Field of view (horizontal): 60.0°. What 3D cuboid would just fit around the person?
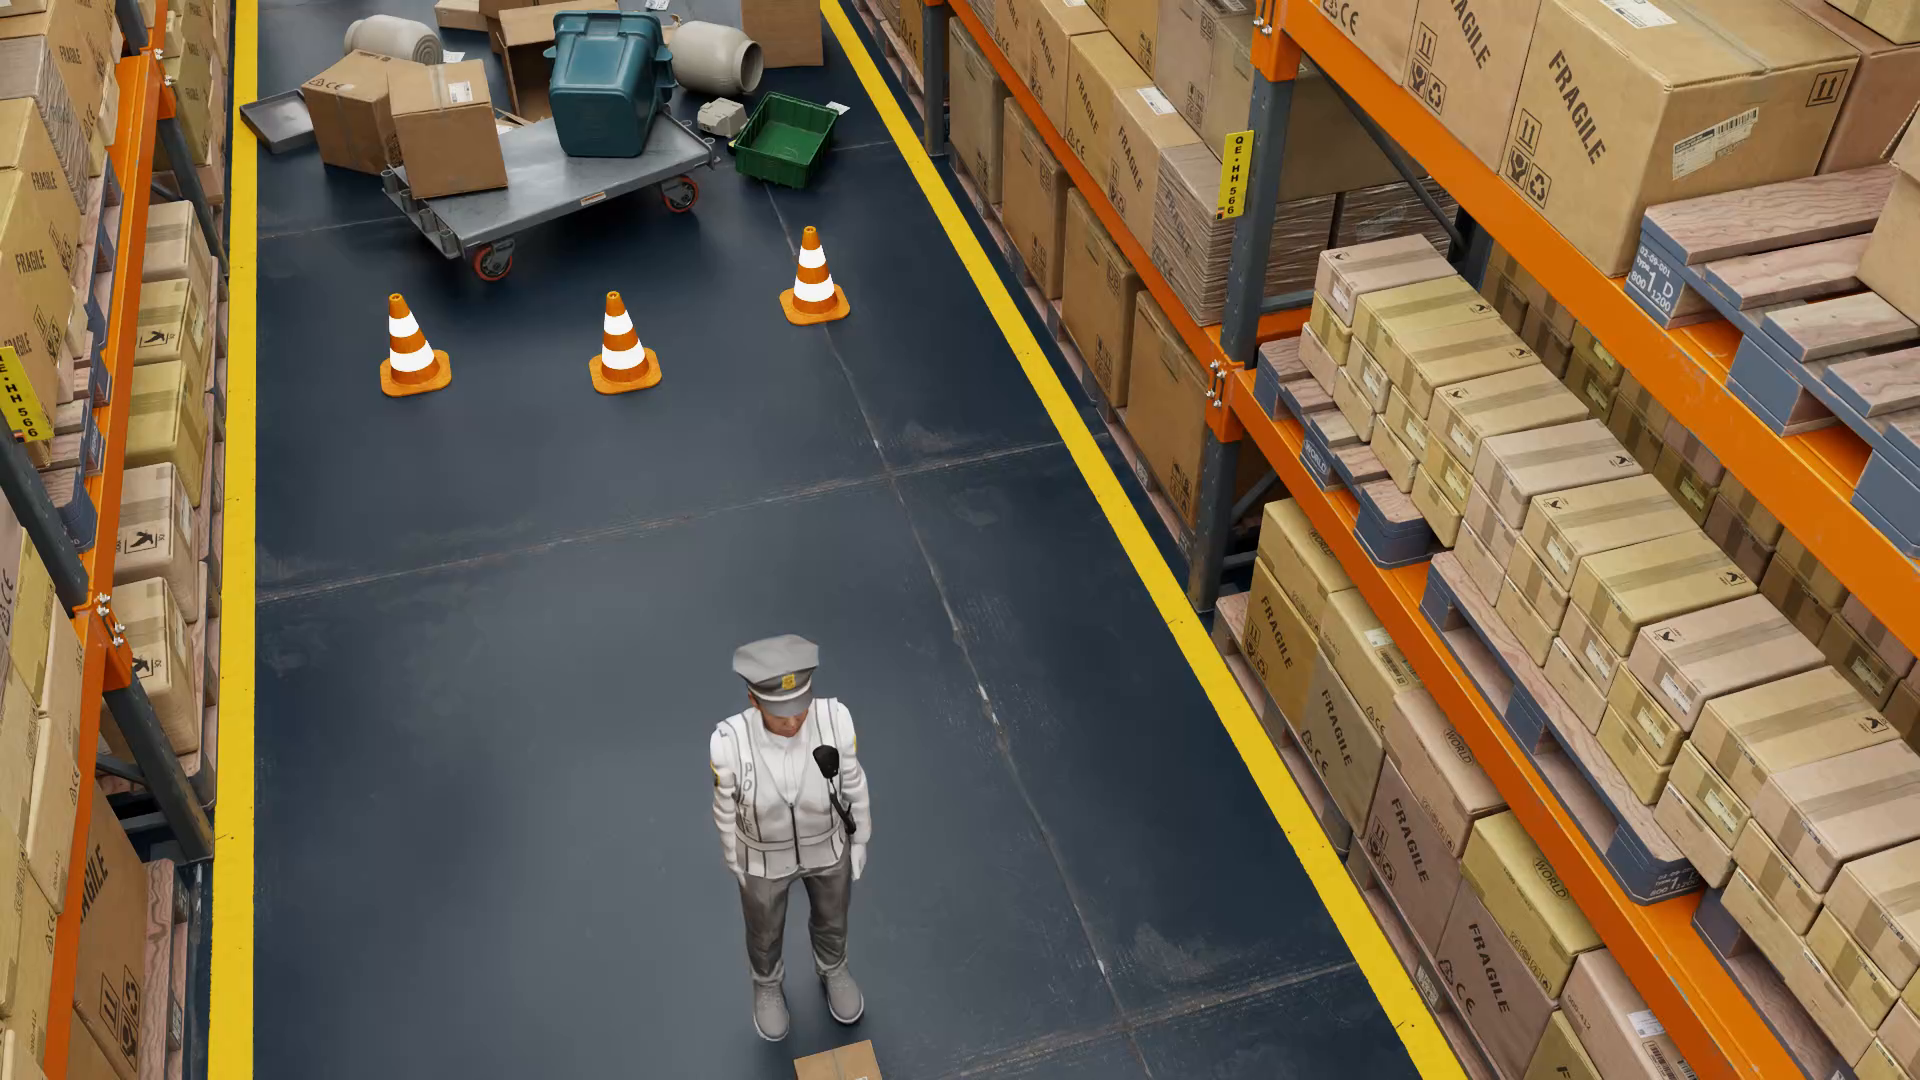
[{"bbox_3d":[-0.500,0.950,5.119,0.468,1.695,0.347,-11,44,-12],"label":"person"}]
